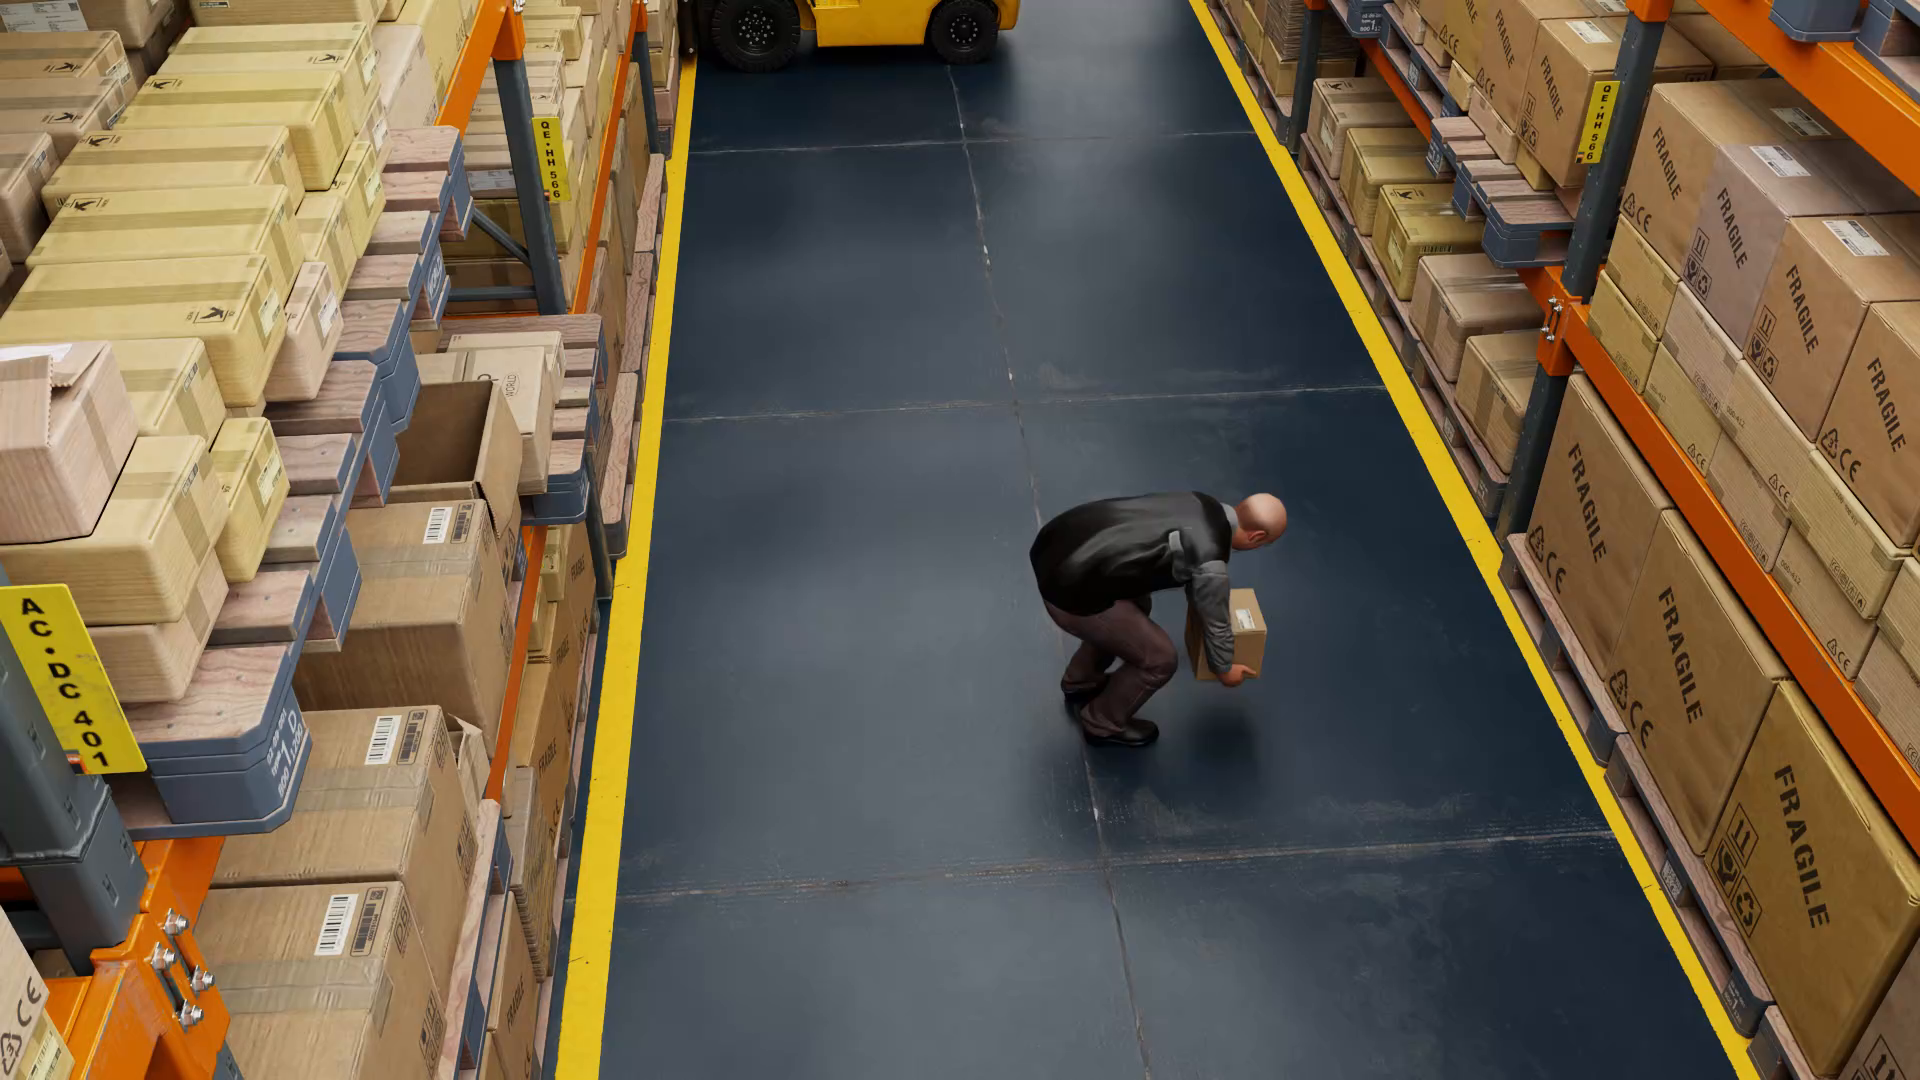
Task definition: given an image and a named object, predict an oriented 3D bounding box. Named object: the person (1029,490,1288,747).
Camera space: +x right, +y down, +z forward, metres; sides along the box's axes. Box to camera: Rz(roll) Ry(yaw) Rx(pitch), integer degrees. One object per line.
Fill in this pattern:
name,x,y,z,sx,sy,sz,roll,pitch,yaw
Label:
person,0.740,0.277,6.355,0.950,1.063,0.498,-5,39,-6
